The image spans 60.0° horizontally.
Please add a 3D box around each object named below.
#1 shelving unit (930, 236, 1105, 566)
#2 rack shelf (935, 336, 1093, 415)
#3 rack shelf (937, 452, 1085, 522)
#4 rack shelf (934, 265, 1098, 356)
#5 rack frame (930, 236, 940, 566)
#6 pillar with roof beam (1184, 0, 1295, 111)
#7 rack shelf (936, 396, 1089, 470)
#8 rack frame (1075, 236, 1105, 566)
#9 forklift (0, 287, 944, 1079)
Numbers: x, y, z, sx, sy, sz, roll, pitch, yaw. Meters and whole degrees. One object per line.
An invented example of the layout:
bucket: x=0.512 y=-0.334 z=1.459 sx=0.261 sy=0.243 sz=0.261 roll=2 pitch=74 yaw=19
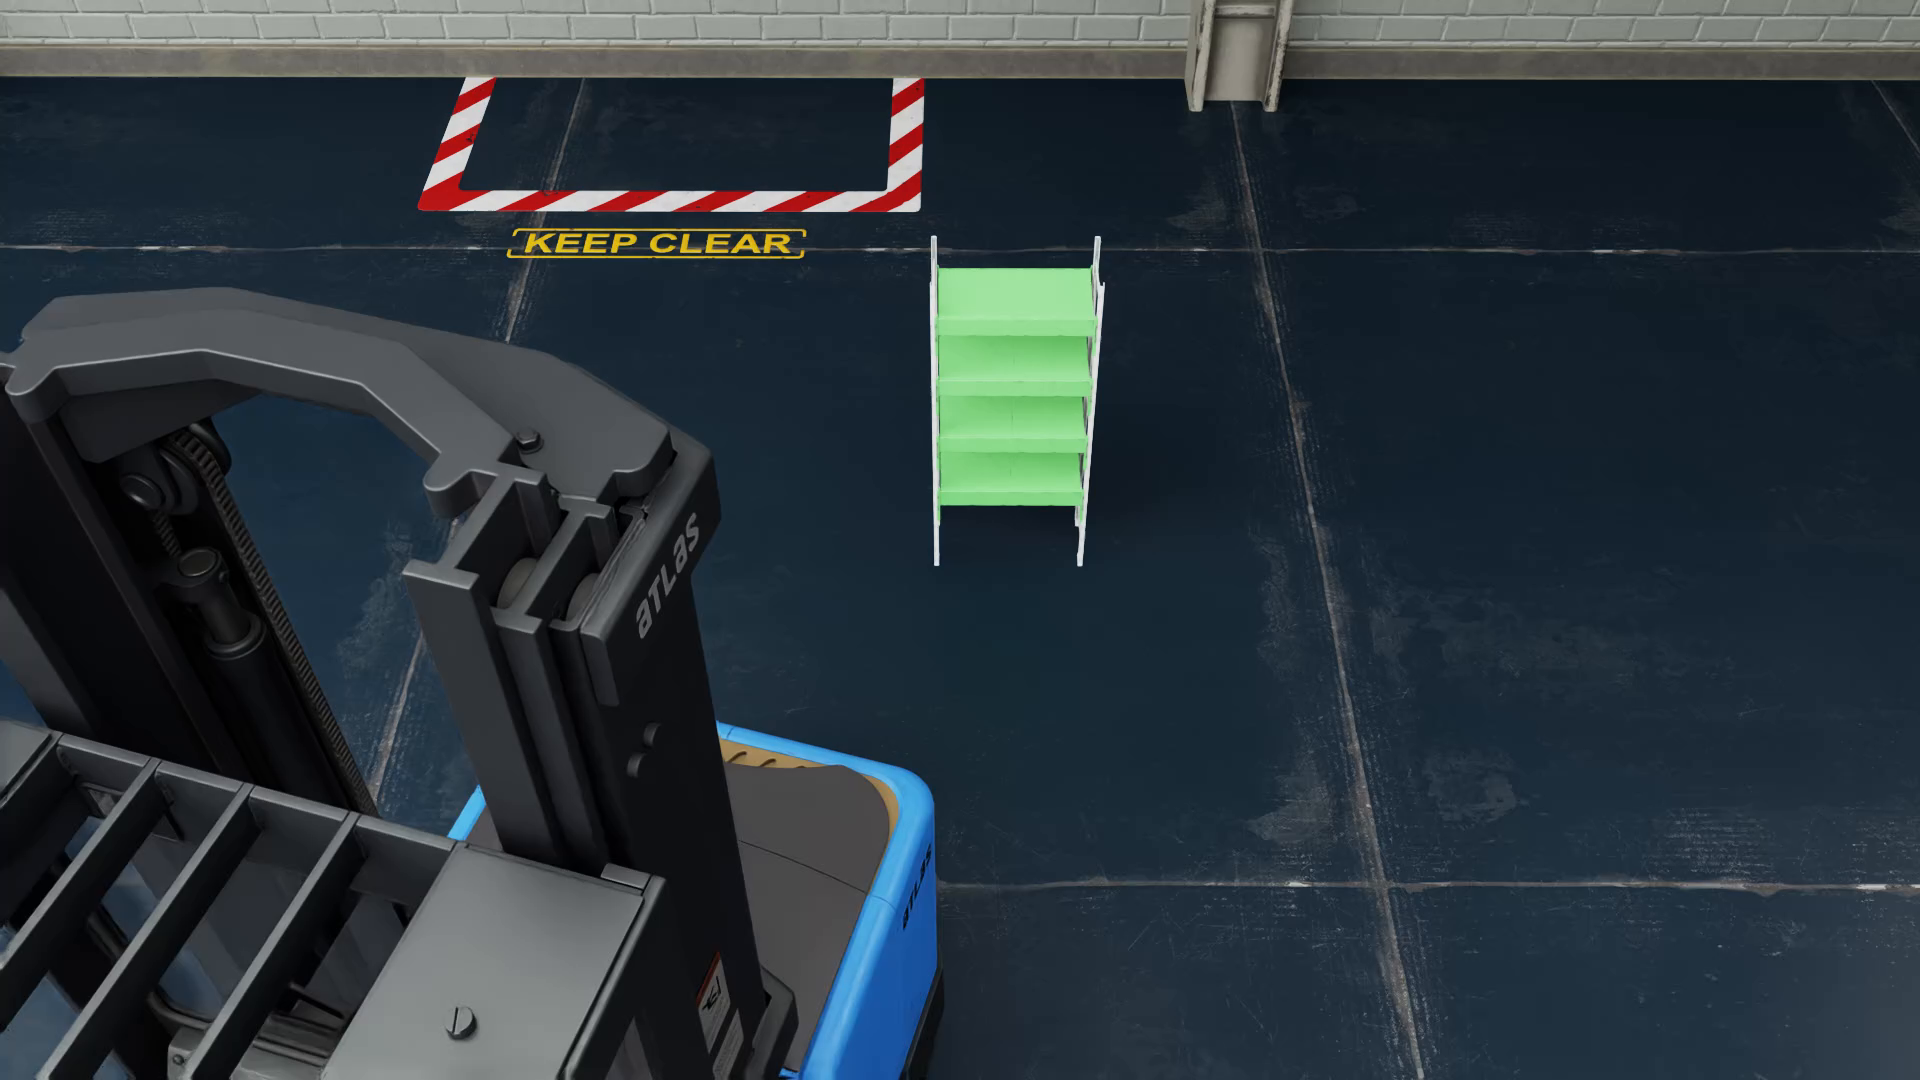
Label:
shelving unit: x=0.166 y=-0.408 z=5.310 sx=0.503 sy=1.200 sz=0.258 roll=0 pitch=47 yaw=0
rack shelf: x=0.166 y=-0.528 z=5.181 sx=0.480 sy=0.148 sz=0.258 roll=0 pitch=47 yaw=0
rack shelf: x=0.166 y=-0.201 z=5.533 sx=0.480 sy=0.148 sz=0.258 roll=0 pitch=47 yaw=0
rack shelf: x=0.166 y=-0.692 z=5.006 sx=0.480 sy=0.148 sz=0.258 roll=0 pitch=47 yaw=0
rack frame: x=-0.078 y=-0.409 z=5.311 sx=0.015 sy=1.200 sz=0.240 roll=0 pitch=47 yaw=0
pillar with roof beam: x=1.229 y=-1.979 z=1.444 sx=0.400 sy=9.000 sz=9.100 roll=0 pitch=47 yaw=0
rack shelf: x=0.166 y=-0.365 z=5.357 sx=0.480 sy=0.148 sz=0.258 roll=0 pitch=47 yaw=0
rack frame: x=0.410 y=-0.408 z=5.310 sx=0.015 sy=1.200 sz=0.240 roll=0 pitch=47 yaw=0
forklift: x=-0.955 y=1.203 z=2.628 sx=1.130 sy=2.935 sz=3.031 roll=12 pitch=48 yaw=11
